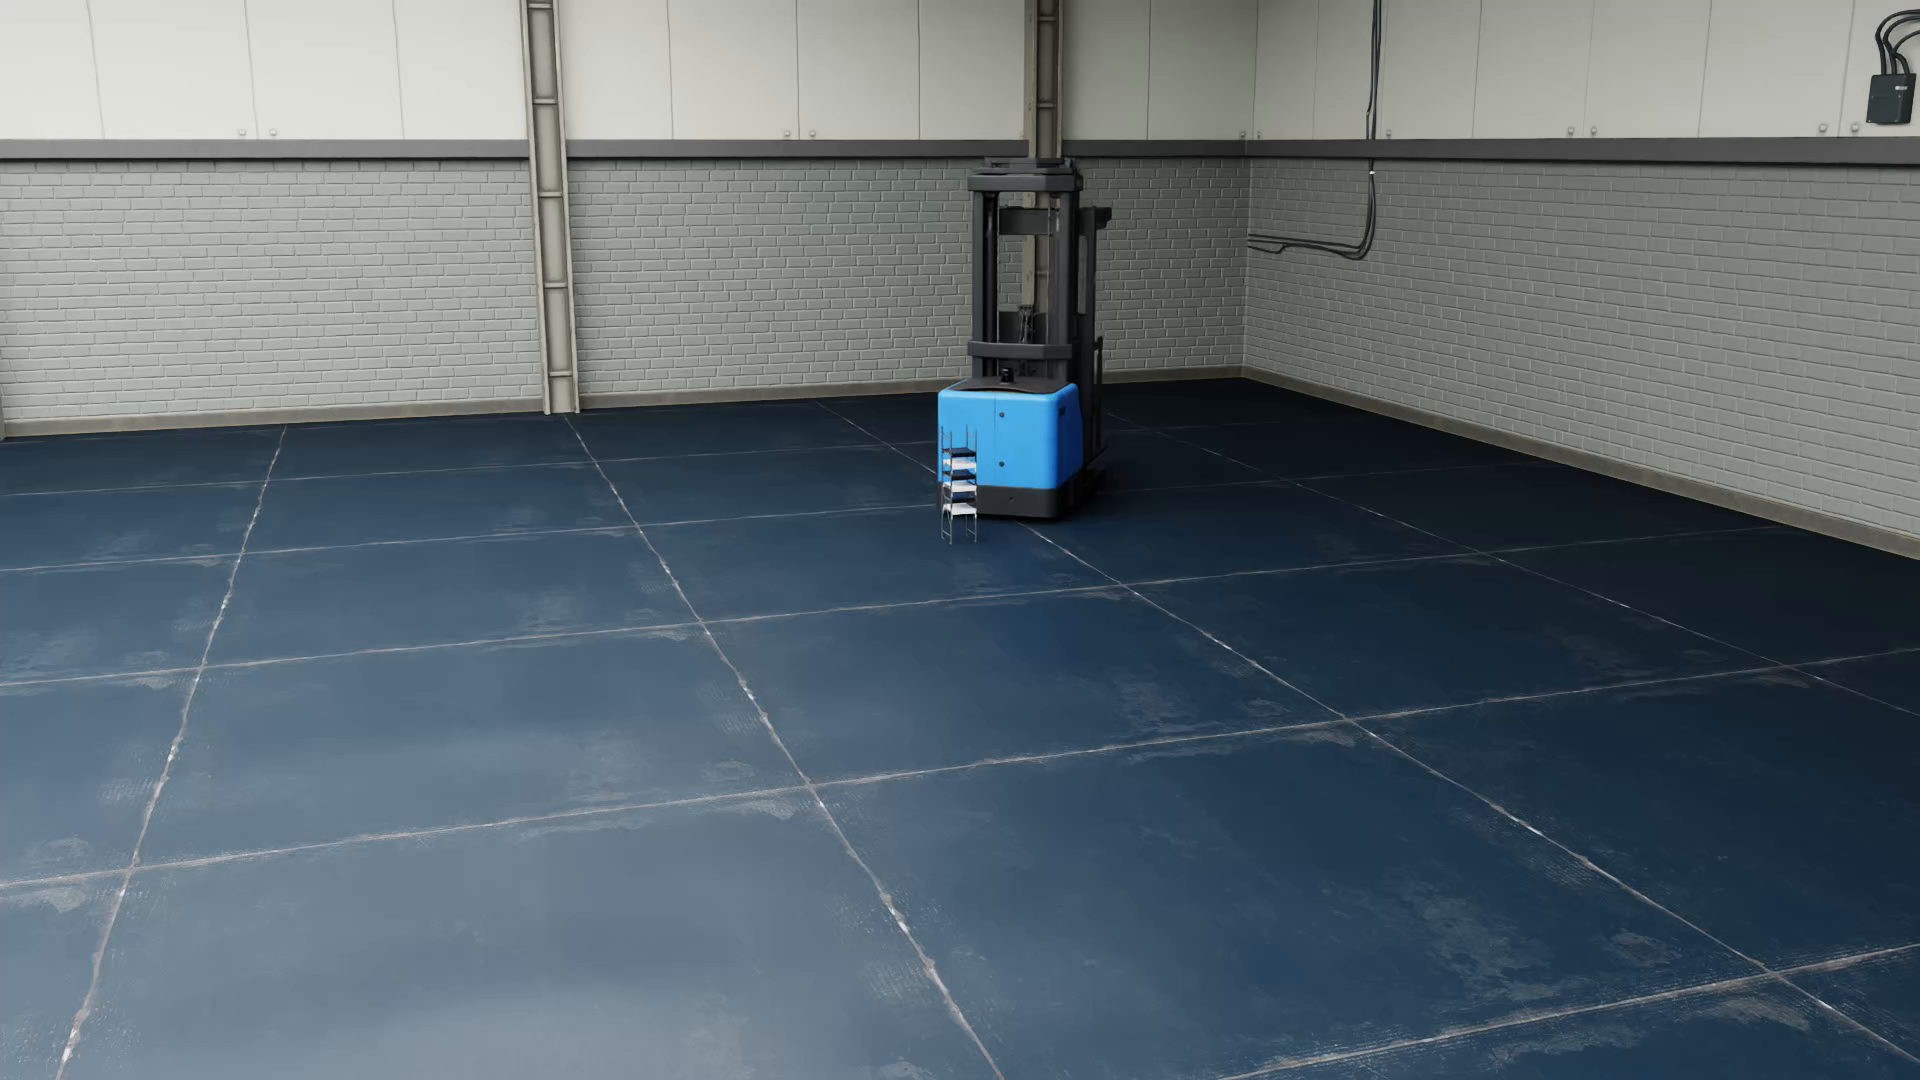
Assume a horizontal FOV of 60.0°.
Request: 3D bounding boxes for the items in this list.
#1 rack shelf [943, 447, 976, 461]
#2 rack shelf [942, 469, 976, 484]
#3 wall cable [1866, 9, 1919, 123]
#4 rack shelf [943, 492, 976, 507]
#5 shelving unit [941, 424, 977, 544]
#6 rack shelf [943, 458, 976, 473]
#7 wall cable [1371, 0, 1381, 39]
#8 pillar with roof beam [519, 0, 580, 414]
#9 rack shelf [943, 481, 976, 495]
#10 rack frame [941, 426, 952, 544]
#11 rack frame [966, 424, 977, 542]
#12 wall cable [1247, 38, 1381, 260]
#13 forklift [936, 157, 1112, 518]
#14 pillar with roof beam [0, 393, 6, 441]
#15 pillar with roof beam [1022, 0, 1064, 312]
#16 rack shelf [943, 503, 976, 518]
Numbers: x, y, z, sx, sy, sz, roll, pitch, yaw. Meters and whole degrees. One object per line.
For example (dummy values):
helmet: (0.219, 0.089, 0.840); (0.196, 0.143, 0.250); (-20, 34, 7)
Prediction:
rack shelf: (-0.008, -0.667, 12.981); (0.200, 0.077, 0.258); (-4, 14, -18)
rack shelf: (-0.008, -0.492, 13.023); (0.200, 0.077, 0.258); (-4, 14, -18)
wall cable: (7.250, -5.823, 10.827); (0.169, 6.003, 2.305); (-4, 14, -18)
rack shelf: (-0.008, -0.317, 13.065); (0.200, 0.077, 0.258); (-4, 14, -18)
shelving unit: (-0.008, -0.437, 13.036); (0.210, 0.900, 0.258); (-4, 14, -18)
rack shelf: (-0.008, -0.580, 13.002); (0.200, 0.077, 0.258); (-4, 14, -18)
wall cable: (5.100, -6.605, 17.259); (0.112, 2.526, 3.097); (-4, 14, -18)
pillar with roof beam: (-3.291, -4.937, 14.453); (0.400, 9.000, 9.100); (-4, 14, -18)
rack shelf: (-0.008, -0.405, 13.044); (0.200, 0.077, 0.258); (-4, 14, -18)
rack frame: (-0.104, -0.430, 13.005); (0.006, 0.900, 0.240); (-4, 14, -18)
rack frame: (0.089, -0.445, 13.068); (0.006, 0.900, 0.240); (-4, 14, -18)
wall cable: (4.237, -4.741, 20.338); (0.112, 2.526, 3.097); (-4, 14, -18)
forklift: (0.711, -1.901, 14.801); (1.130, 2.935, 3.031); (4, 14, 16)
pillar with roof beam: (-8.977, -4.494, 12.591); (0.400, 9.000, 9.100); (-4, 14, -18)
pillar with roof beam: (2.396, -5.380, 16.315); (0.400, 9.000, 9.100); (-4, 14, -18)
rack shelf: (-0.008, -0.230, 13.086); (0.200, 0.077, 0.258); (-4, 14, -18)
